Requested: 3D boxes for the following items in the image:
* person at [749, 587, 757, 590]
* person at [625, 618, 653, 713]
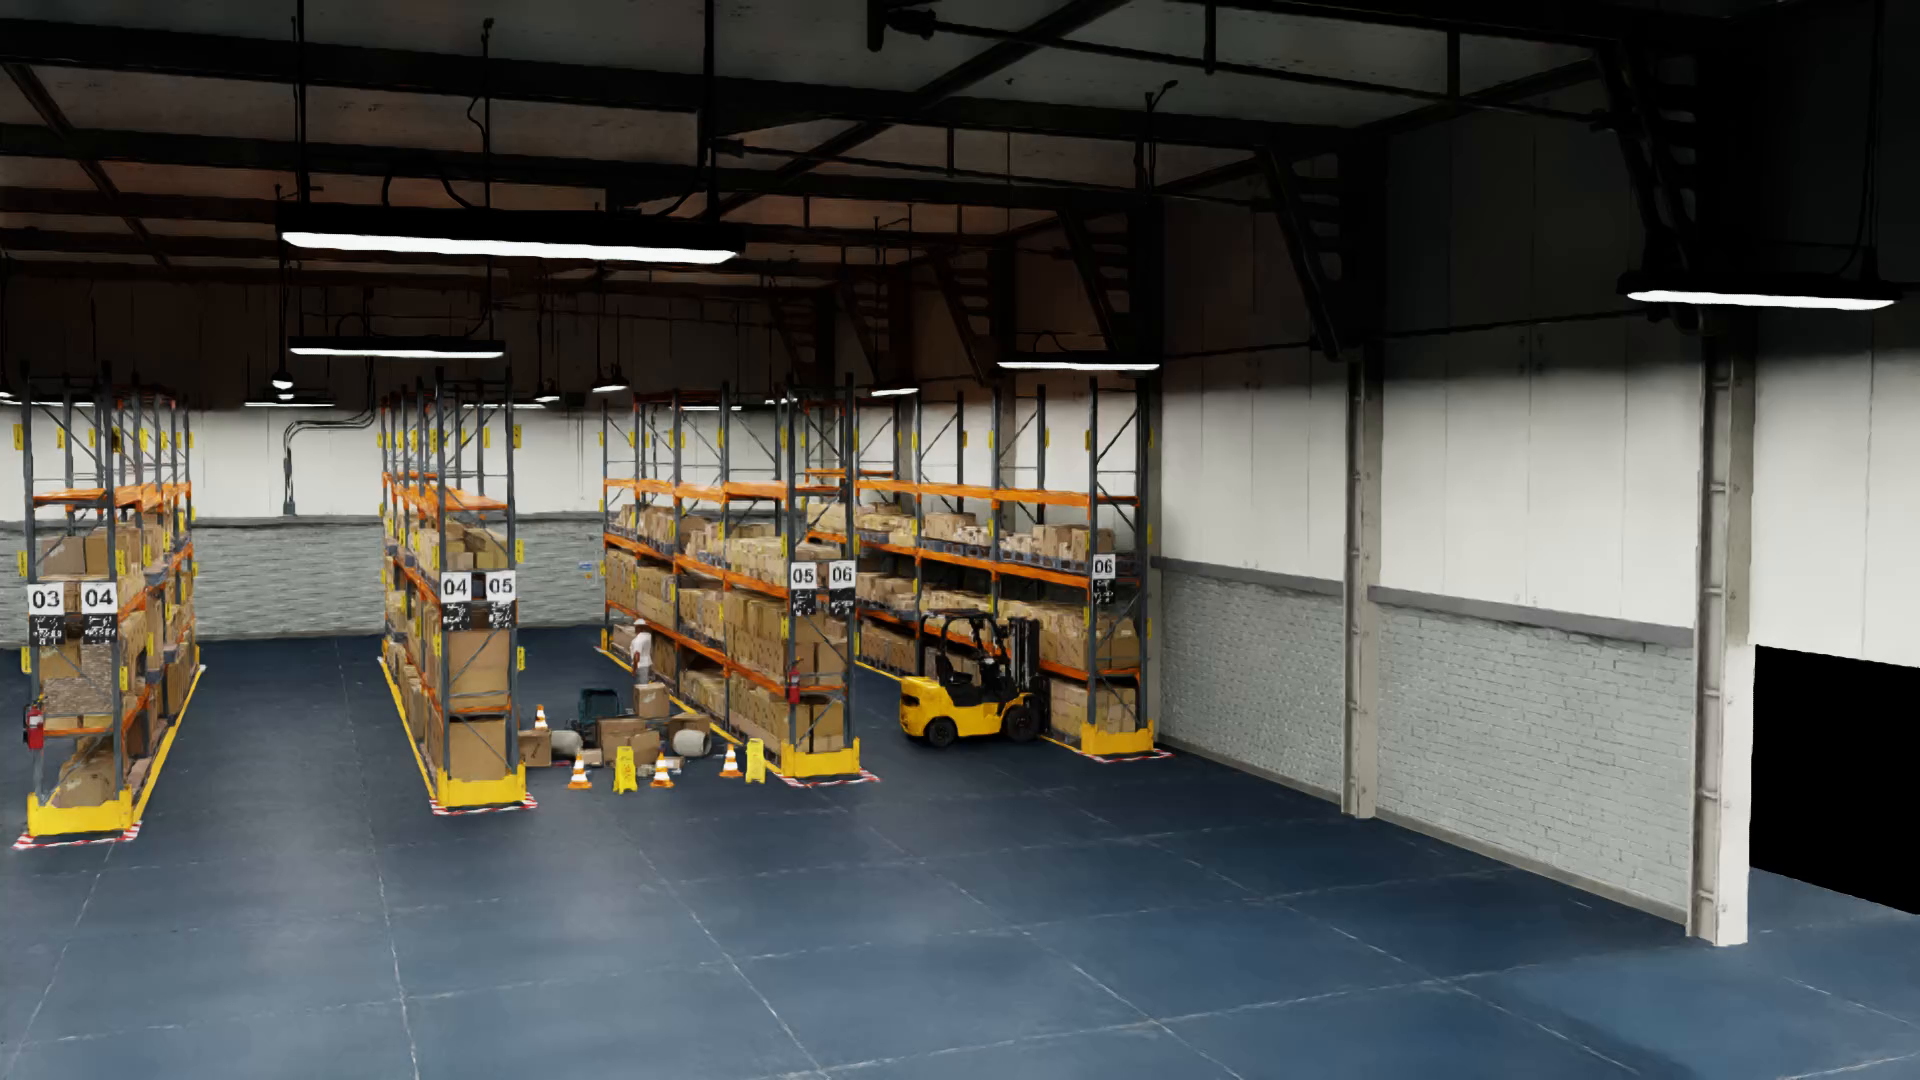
[{"bbox_3d":[-4.834,1.853,38.884,0.512,1.594,0.515,0,3,-5],"label":"person"},{"bbox_3d":[-5.819,2.291,30.194,0.585,1.763,0.682,0,3,3],"label":"person"}]
